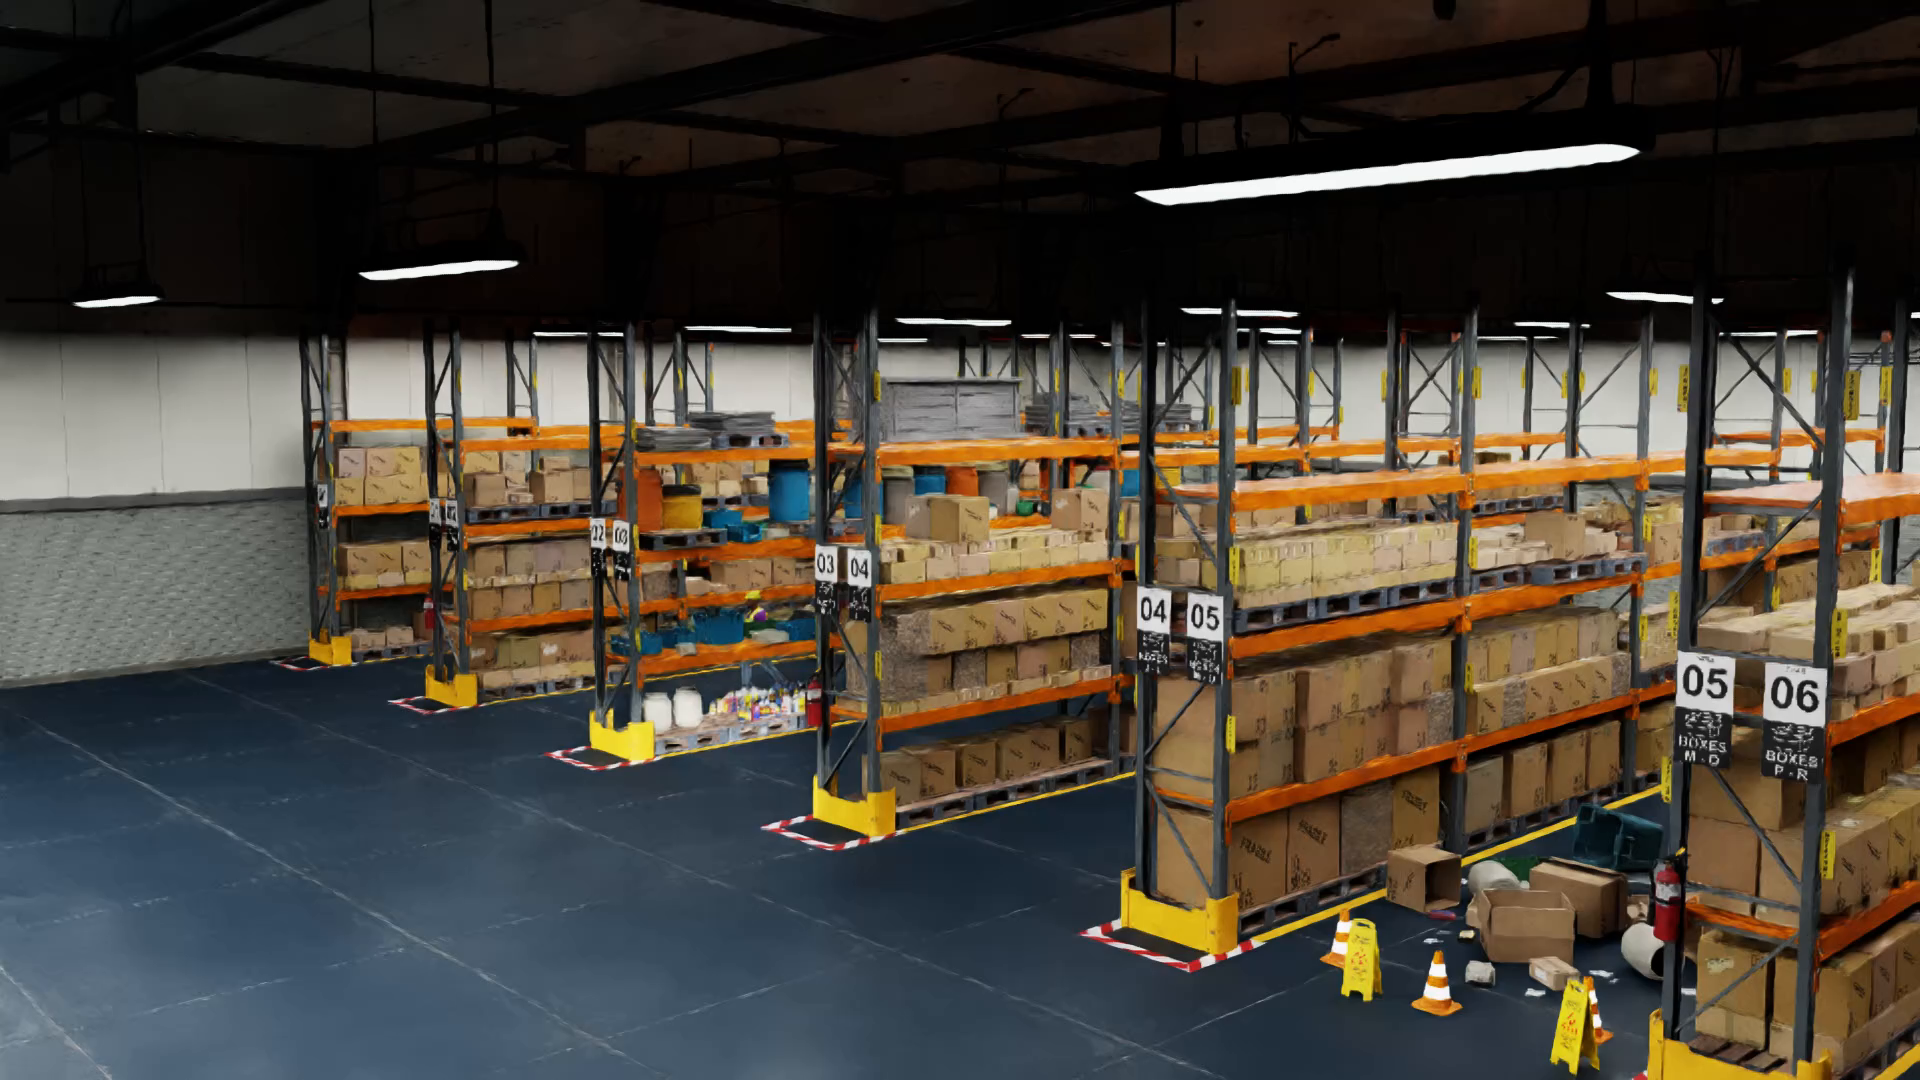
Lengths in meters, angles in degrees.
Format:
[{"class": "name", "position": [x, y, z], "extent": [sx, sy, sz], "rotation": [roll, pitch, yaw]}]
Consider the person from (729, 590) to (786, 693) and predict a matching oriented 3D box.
[{"class": "person", "position": [-3.174, 1.640, 26.386], "extent": [0.935, 1.713, 0.603], "rotation": [-3, 6, -26]}]
